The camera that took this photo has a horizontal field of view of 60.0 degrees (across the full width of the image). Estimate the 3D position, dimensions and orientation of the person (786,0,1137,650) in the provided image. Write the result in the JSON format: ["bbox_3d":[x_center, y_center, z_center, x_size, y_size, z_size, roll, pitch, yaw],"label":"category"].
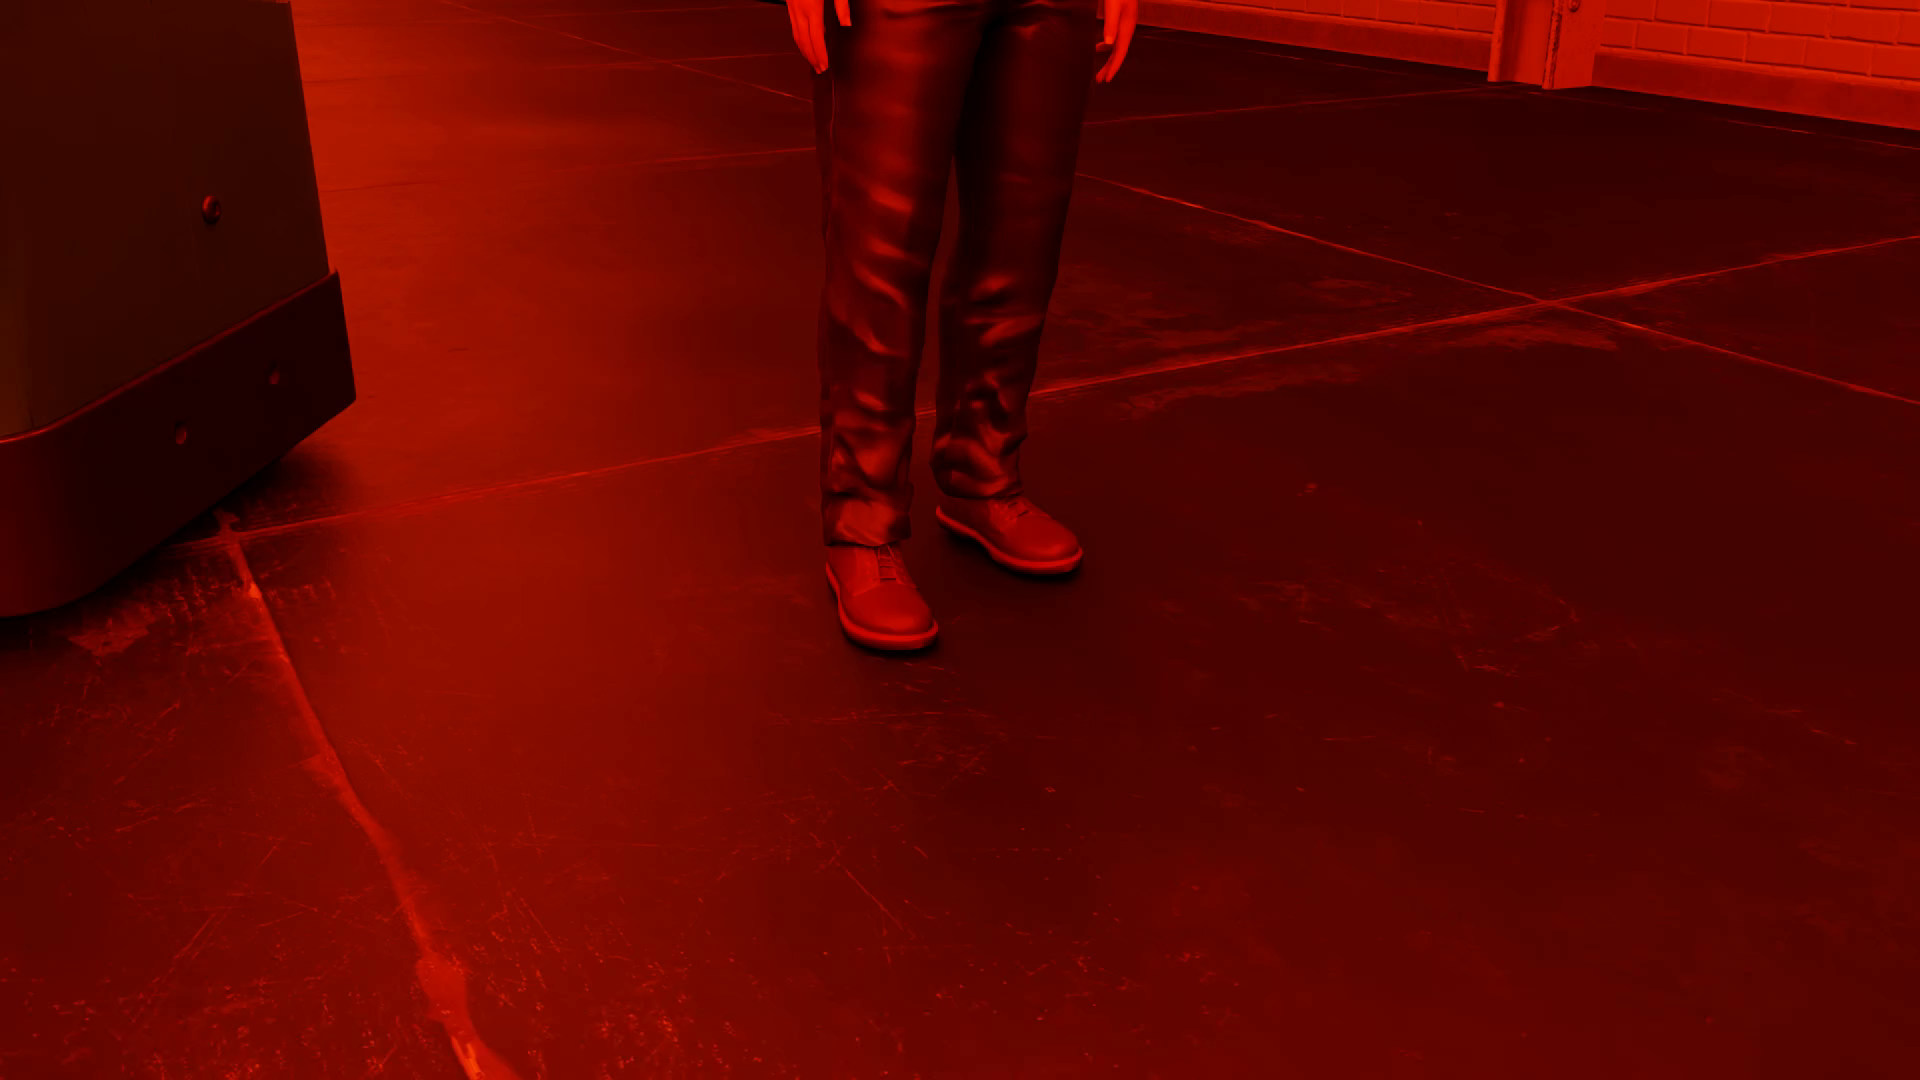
[{"bbox_3d":[0.025,-0.735,2.236,0.598,1.651,0.502,-12,25,-28],"label":"person"}]

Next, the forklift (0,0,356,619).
[{"bbox_3d":[-2.659,-1.424,2.245,3.031,2.935,1.130,2,22,4],"label":"forklift"}]
